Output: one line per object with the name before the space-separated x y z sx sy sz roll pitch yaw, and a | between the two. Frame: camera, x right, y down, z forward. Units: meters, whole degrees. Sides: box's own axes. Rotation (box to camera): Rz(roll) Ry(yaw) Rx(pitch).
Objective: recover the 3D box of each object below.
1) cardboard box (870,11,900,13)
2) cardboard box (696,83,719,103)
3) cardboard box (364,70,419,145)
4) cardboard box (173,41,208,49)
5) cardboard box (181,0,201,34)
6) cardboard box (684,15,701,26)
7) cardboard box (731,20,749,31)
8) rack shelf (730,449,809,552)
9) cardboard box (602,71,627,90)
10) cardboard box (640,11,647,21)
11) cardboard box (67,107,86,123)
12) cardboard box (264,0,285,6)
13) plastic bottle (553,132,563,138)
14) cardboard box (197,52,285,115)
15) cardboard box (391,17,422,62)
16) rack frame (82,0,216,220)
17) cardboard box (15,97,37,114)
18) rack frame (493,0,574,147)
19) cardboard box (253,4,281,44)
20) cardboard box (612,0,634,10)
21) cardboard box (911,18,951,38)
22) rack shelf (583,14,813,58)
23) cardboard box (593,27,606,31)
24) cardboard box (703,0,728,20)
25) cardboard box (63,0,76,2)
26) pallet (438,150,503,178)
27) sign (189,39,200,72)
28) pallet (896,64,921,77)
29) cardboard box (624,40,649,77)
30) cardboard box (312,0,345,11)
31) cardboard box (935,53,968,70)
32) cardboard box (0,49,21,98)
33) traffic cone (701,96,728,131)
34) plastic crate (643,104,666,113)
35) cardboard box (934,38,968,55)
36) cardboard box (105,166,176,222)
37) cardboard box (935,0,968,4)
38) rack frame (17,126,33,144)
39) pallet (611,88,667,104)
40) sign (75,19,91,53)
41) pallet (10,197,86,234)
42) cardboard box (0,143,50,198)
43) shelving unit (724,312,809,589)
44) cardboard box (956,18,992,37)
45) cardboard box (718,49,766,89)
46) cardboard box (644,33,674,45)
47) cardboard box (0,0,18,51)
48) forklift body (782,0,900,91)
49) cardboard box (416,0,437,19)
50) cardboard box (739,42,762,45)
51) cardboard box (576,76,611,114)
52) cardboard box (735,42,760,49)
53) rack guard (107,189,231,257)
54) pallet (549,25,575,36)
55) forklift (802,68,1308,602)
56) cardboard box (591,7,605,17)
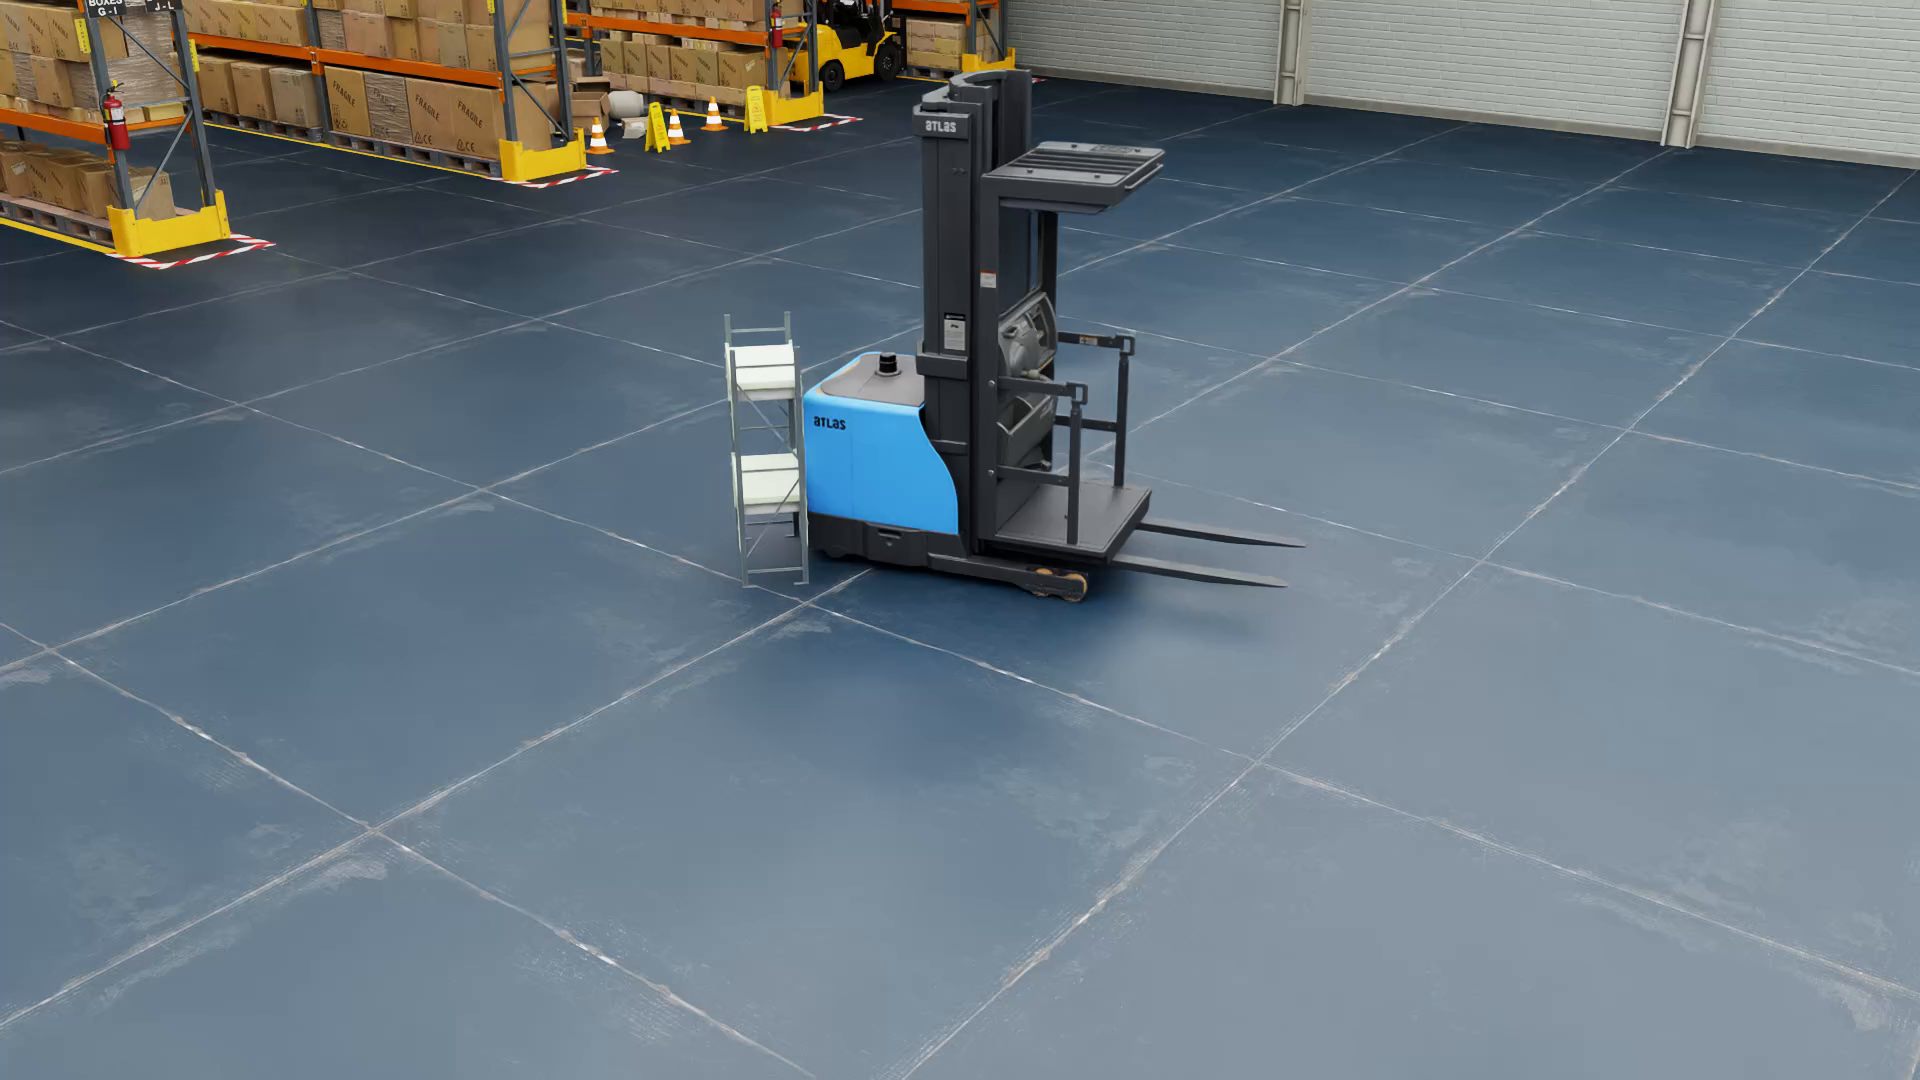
cardboard box | -1.404 -9.408 30.031 0.500 0.250 0.500 17 29 34
cardboard box | -3.716 -6.918 25.620 0.500 0.250 0.500 17 29 33
cardboard box | -7.402 -5.922 22.584 0.875 0.875 0.875 17 29 34
cardboard box | -12.194 -7.697 26.148 0.500 0.250 0.500 15 28 31
cardboard box | -11.182 -7.789 24.583 0.500 0.500 0.500 17 29 33
cardboard box | -3.991 -7.941 25.363 0.250 0.149 0.380 16 29 33
cardboard box | -3.195 -7.679 24.770 0.250 0.149 0.380 16 29 33
rack shelf | -1.181 -0.256 10.279 0.431 0.370 0.720 -4 24 -9
cardboard box | -5.389 -7.419 26.757 0.500 0.250 0.500 15 28 31
cardboard box | -4.766 -8.196 25.943 0.250 0.149 0.380 17 29 33
cardboard box | -9.224 -4.542 17.650 0.250 0.149 0.380 17 29 33
cardboard box | -9.400 -7.838 23.456 0.500 0.500 0.700 16 29 32
plastic bottle | -5.737 -5.825 23.896 0.283 0.061 0.133 7 25 15
cardboard box | -10.653 -6.837 24.815 0.750 0.750 1.050 17 29 34
cardboard box | -6.985 -6.686 22.019 0.500 0.550 0.875 17 29 33
rack frame | -8.442 -4.550 17.357 0.127 3.000 1.000 17 29 33
cardboard box | -10.057 -4.766 18.159 0.250 0.149 0.380 17 29 33
rack frame | -5.386 -6.126 20.933 0.127 3.000 1.000 17 29 33
cardboard box | -9.569 -7.301 23.476 0.500 0.500 0.500 16 29 33
cardboard box | -5.098 -8.586 26.025 0.500 0.500 0.500 17 29 33
cardboard box | -0.492 -8.874 28.819 0.500 0.250 0.500 17 29 34
rack shelf | -4.098 -7.902 25.856 4.000 0.370 1.077 17 29 33
cardboard box | -7.207 -10.616 33.702 0.500 0.500 0.500 18 30 35
cardboard box | -3.495 -8.094 24.908 0.500 0.500 0.500 17 29 33
cardboard box | -9.515 -5.654 18.129 0.500 0.500 0.500 17 29 33
pallet | -6.073 -5.018 21.877 1.213 0.211 1.003 17 29 33
sign | -8.116 -5.121 17.580 0.005 0.325 0.100 17 29 33
pallet | -1.133 -8.540 29.871 1.213 0.211 1.003 17 29 33
cardboard box | -4.953 -7.636 26.321 0.500 0.500 0.500 18 30 35
cardboard box | -8.312 -7.556 22.653 0.550 0.550 0.875 17 29 33
cardboard box | -0.090 -8.295 28.746 0.500 0.250 0.500 17 29 34
cardboard box | -10.104 -5.216 18.374 0.500 0.500 0.875 17 29 33
traffic cone | -3.616 -6.274 24.416 0.334 0.463 0.336 17 29 33
plastic crate | -4.934 -6.734 25.935 0.583 0.080 0.402 7 25 15
cardboard box | -0.101 -8.529 28.657 0.500 0.250 0.500 16 29 33
cardboard box | -8.931 -3.755 18.131 0.500 0.500 0.500 -20 31 -38
cardboard box | -0.075 -9.430 28.308 0.500 0.500 0.500 16 28 32
rack frame | -11.642 -5.517 19.552 0.127 3.000 1.000 17 29 33
pallet | -5.140 -7.288 27.028 1.213 0.211 1.003 17 29 33
sign | -8.790 -5.050 16.664 0.005 0.325 0.100 17 29 33
pallet | -10.103 -3.795 19.102 1.213 0.211 1.003 17 29 33
cardboard box | -10.883 -4.320 19.414 0.500 0.500 0.500 -16 28 -31
shelving unit | -1.181 -0.554 10.148 0.431 1.500 0.755 -4 24 -9
cardboard box | 0.205 -8.919 28.921 0.500 0.250 0.500 16 29 33
cardboard box | -3.295 -7.134 25.181 0.500 0.500 0.500 17 29 34
cardboard box | -4.695 -7.821 25.936 0.250 0.149 0.380 19 30 36
cardboard box | -10.227 -5.607 18.023 0.500 0.500 0.500 17 29 33
forklift body | -2.136 -8.831 28.126 1.214 2.155 2.313 17 29 33
cardboard box | -6.522 -7.073 21.558 0.550 0.550 0.875 17 29 33
cardboard box | -3.765 -9.735 31.549 0.625 0.625 0.875 16 29 33
cardboard box | -5.657 -6.874 25.728 0.500 0.500 0.500 -5 24 -12
cardboard box | -3.418 -7.439 25.874 0.500 0.500 0.500 16 28 31
rack guard | -8.502 -3.425 17.902 0.348 0.500 1.175 17 29 33
pallet | -8.453 -10.791 34.980 1.213 0.211 1.003 17 29 33
forklift | 0.593 -1.214 9.871 3.031 2.935 1.130 9 25 19
cardboard box | -5.639 -8.420 26.452 0.250 0.149 0.380 17 29 33
